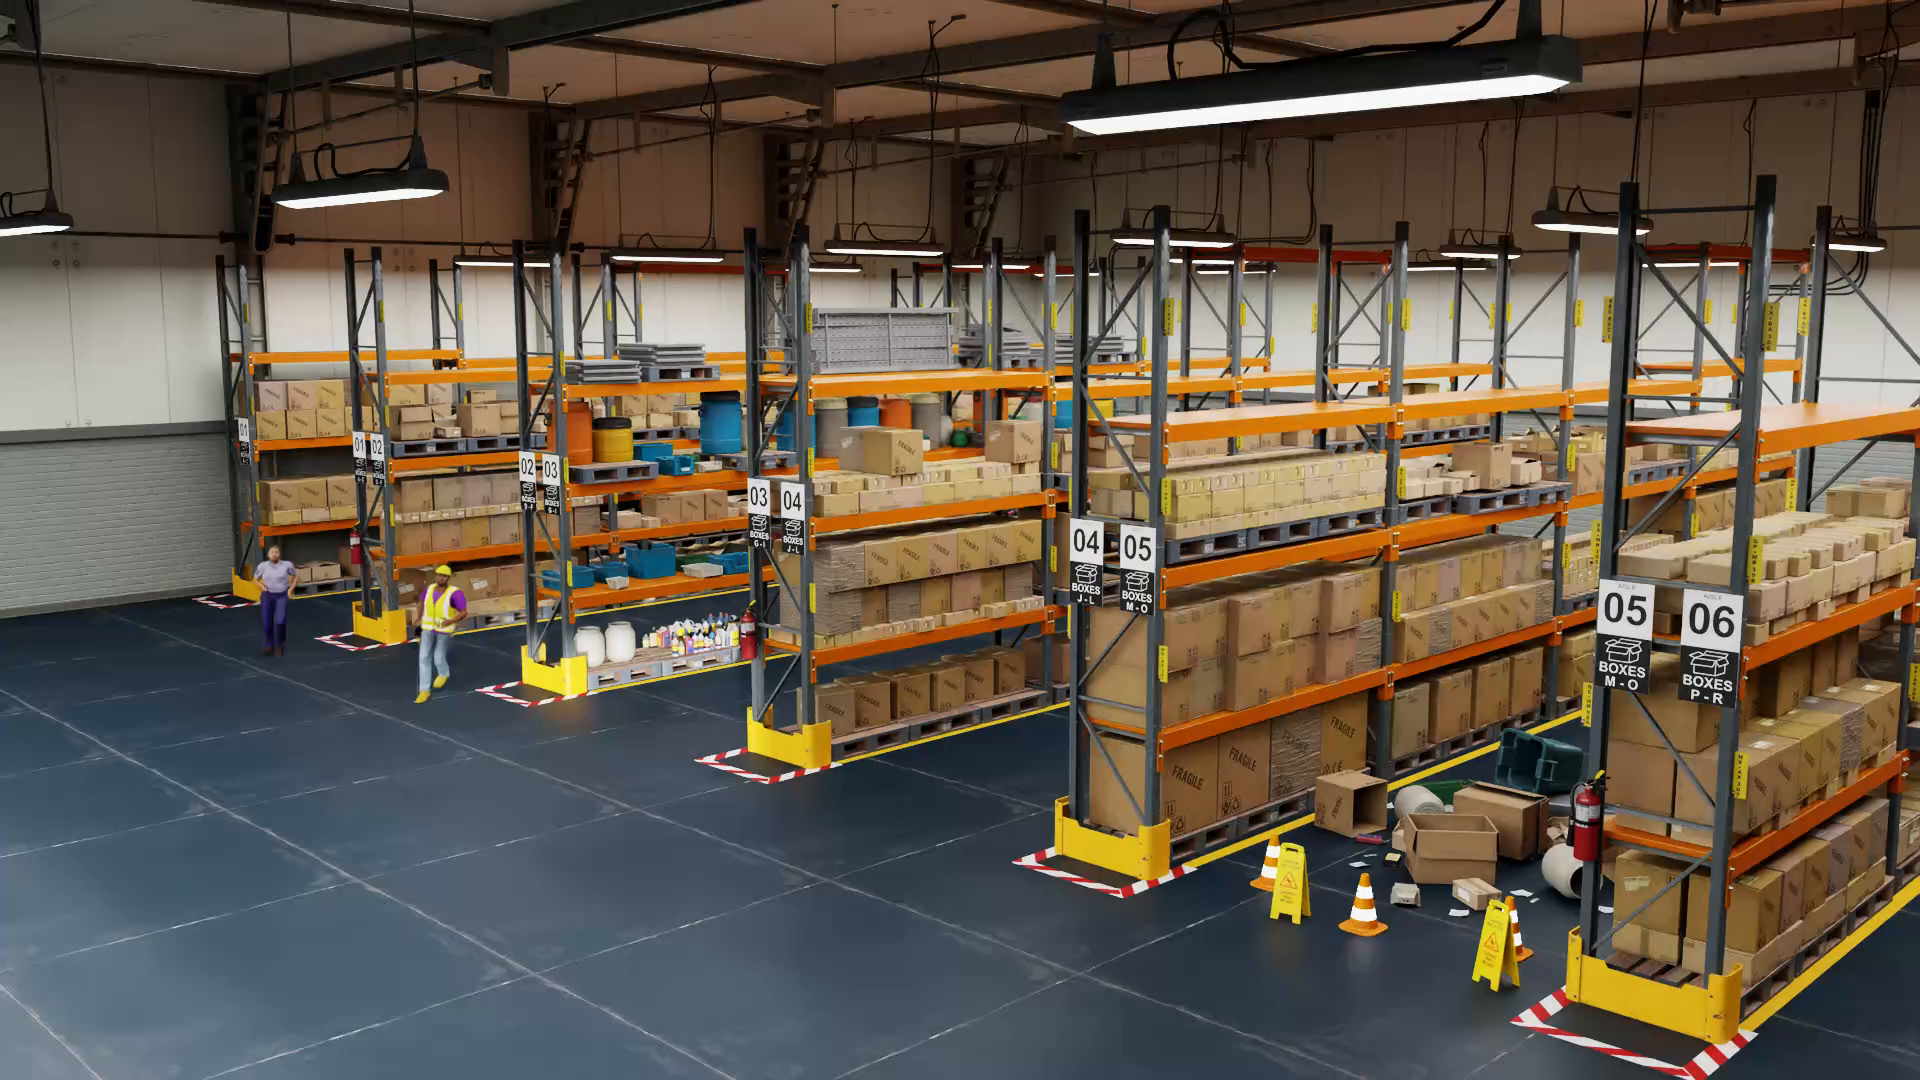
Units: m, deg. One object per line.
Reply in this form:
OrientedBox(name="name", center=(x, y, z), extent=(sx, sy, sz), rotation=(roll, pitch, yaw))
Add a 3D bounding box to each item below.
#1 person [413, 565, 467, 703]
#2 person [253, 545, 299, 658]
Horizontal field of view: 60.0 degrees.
OrientedBox(name="person", center=(-6.868, 1.208, 21.913), extent=(0.744, 1.742, 0.874), rotation=(1, 8, 4))
OrientedBox(name="person", center=(-10.076, 0.907, 24.495), extent=(0.612, 1.670, 0.631), rotation=(-2, 8, -13))
